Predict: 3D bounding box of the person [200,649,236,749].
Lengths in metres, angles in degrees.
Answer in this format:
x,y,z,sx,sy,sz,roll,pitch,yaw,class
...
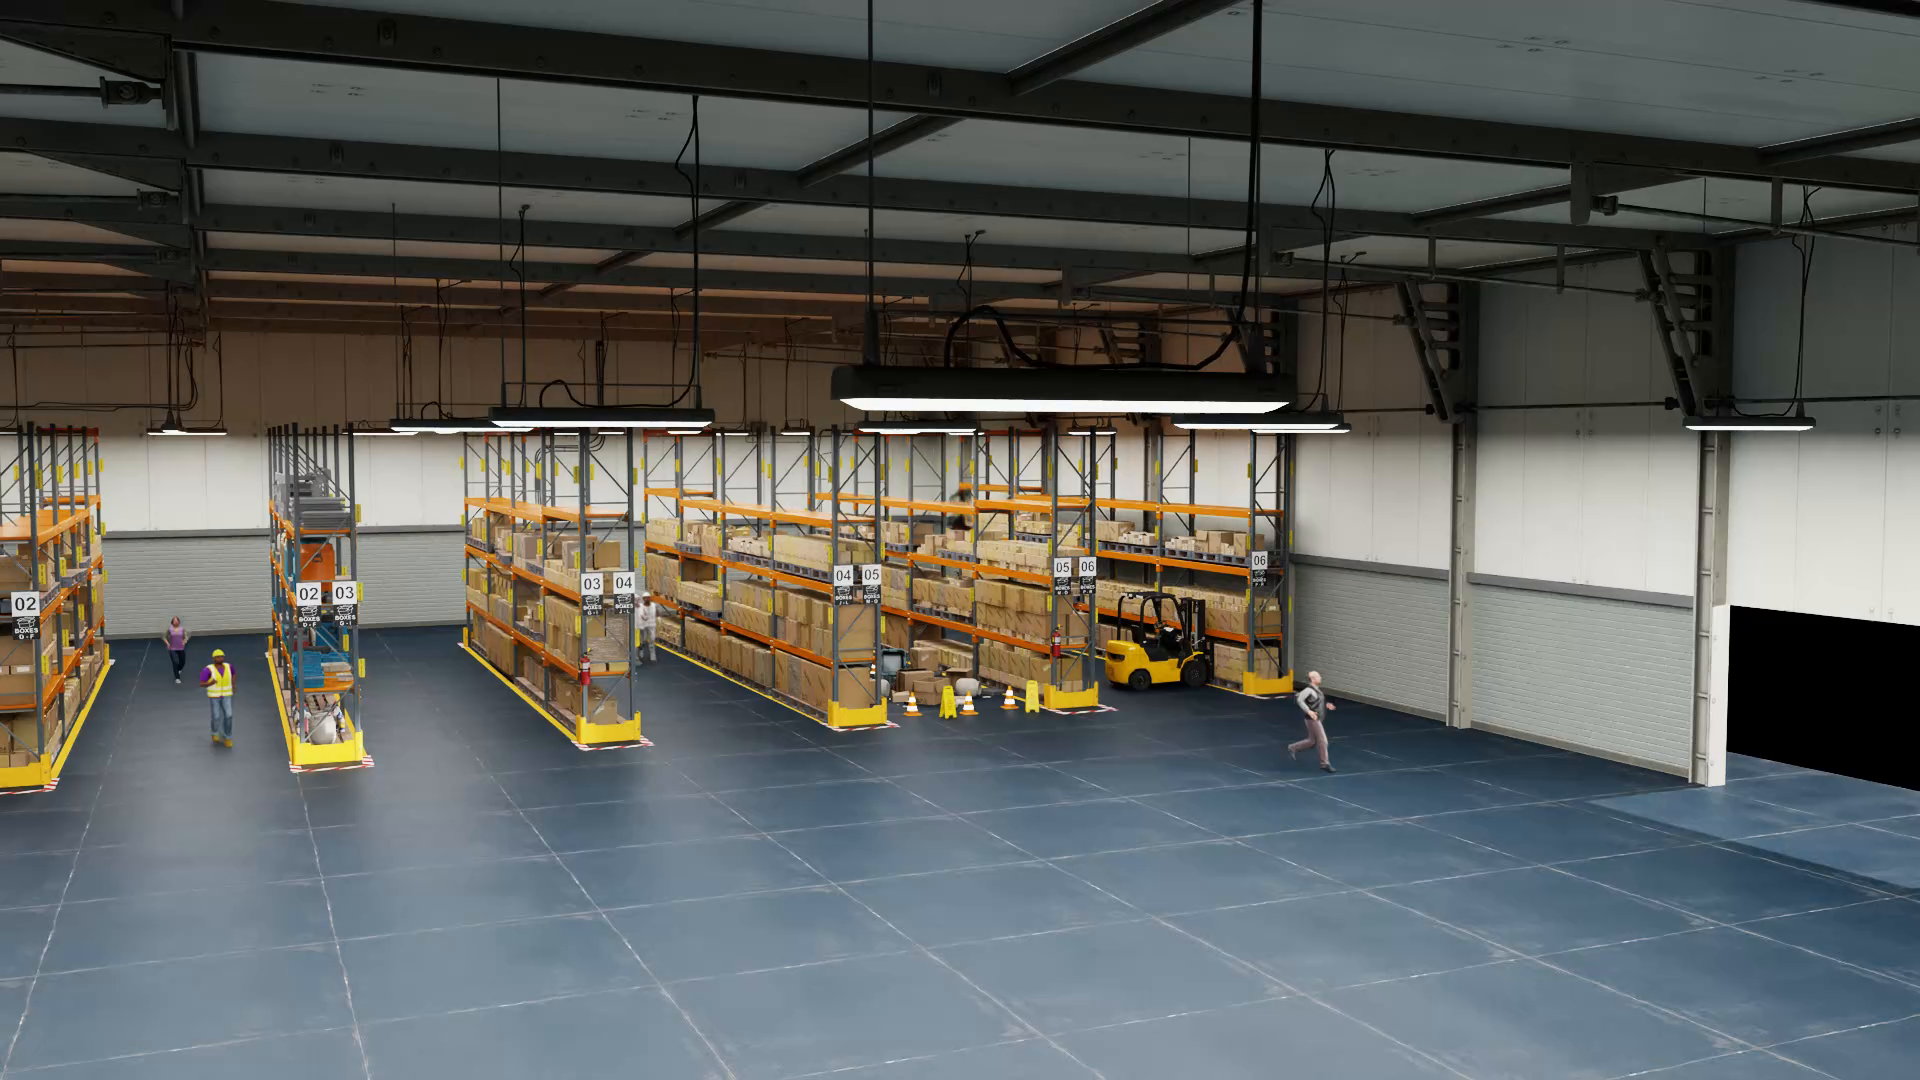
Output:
x,y,z,sx,sy,sz,roll,pitch,yaw,class
-13.776,2.941,30.932,0.682,1.819,0.766,-2,4,-35,person

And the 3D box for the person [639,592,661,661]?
x,y,z,sx,sy,sz,roll,pitch,yaw,class
-7.981,2.206,42.559,0.700,1.729,1.114,-1,4,-23,person

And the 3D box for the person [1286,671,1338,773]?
x,y,z,sx,sy,sz,roll,pitch,yaw,class
6.071,3.119,28.636,0.928,1.727,0.663,2,4,24,person

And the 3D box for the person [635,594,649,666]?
x,y,z,sx,sy,sz,roll,pitch,yaw,class
-8.185,2.248,42.014,0.656,1.758,0.969,-2,4,-31,person

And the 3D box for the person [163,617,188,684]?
x,y,z,sx,sy,sz,roll,pitch,yaw,class
-18.373,2.565,38.962,0.540,1.551,0.640,-2,4,-33,person
